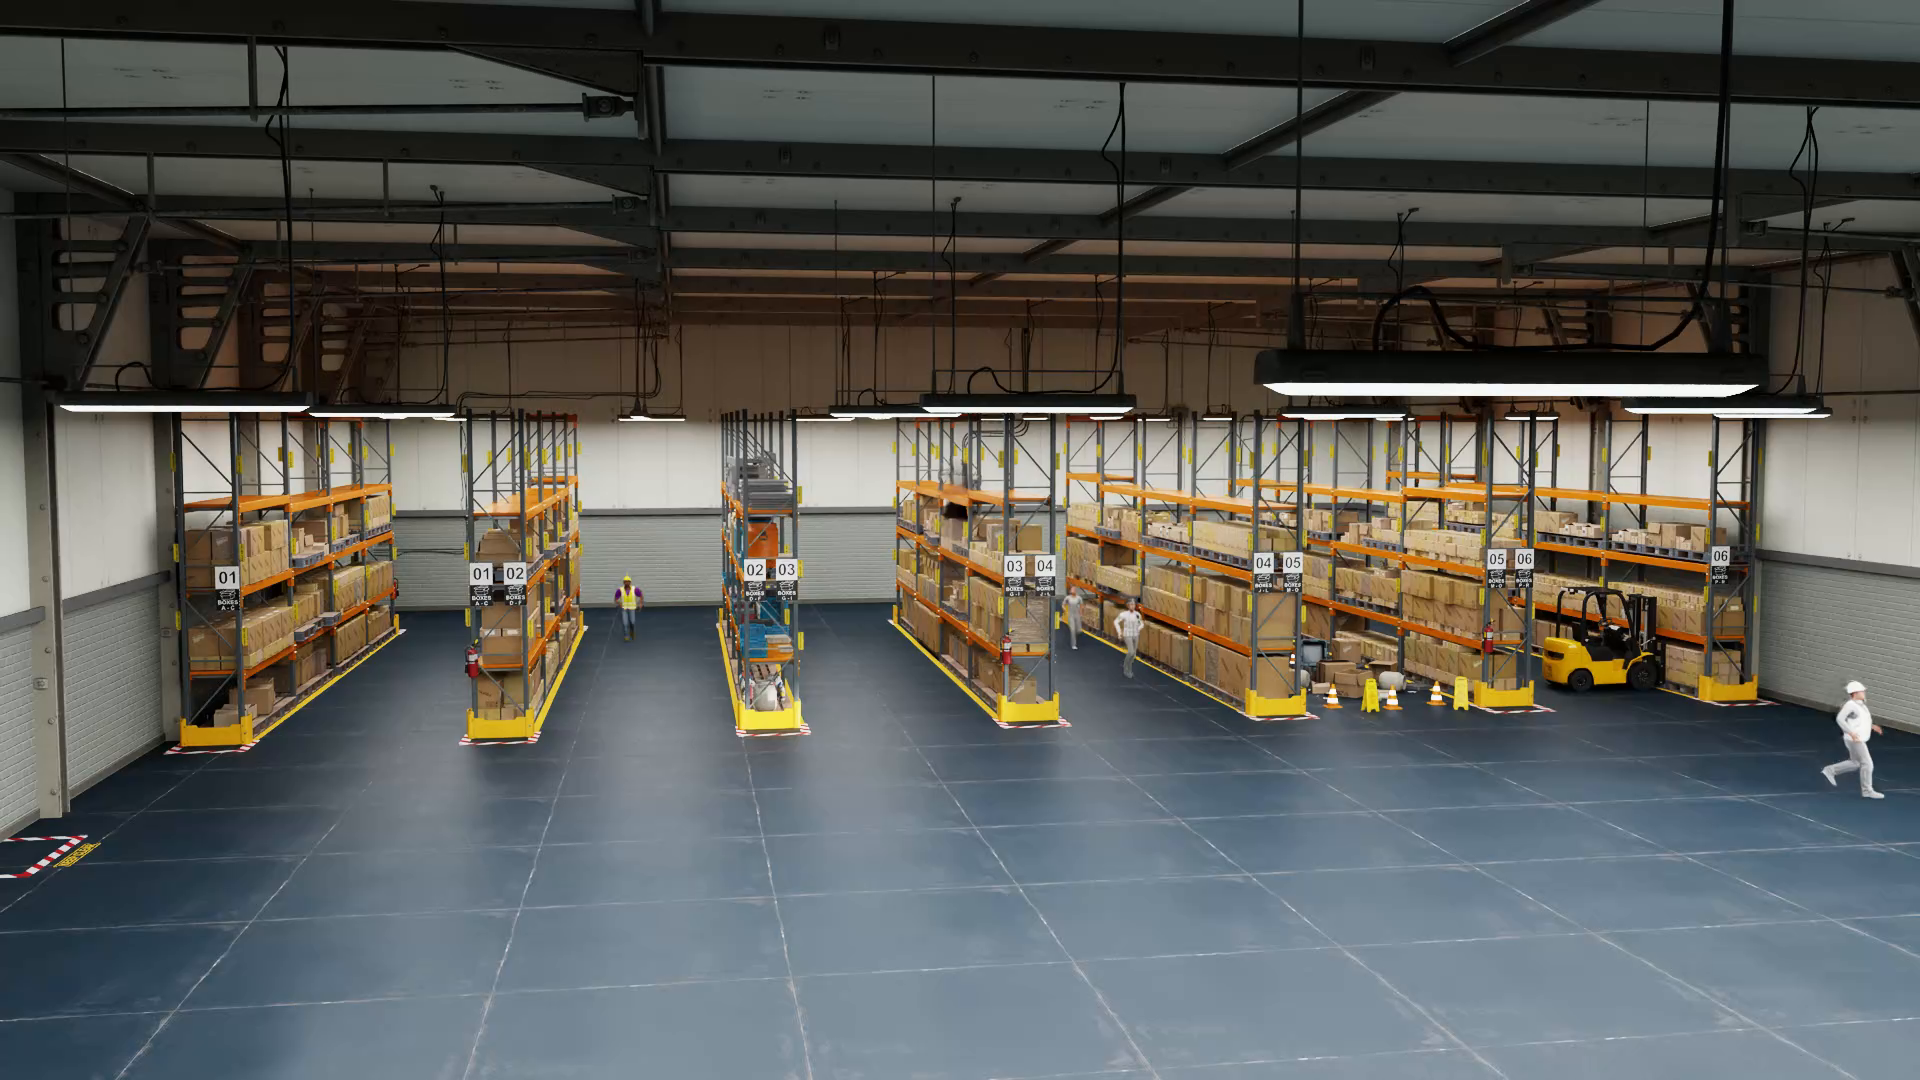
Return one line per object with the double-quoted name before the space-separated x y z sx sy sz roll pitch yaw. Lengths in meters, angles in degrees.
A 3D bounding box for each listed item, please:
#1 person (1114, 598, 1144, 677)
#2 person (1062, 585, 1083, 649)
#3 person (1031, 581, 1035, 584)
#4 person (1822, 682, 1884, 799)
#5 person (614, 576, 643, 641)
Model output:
"person" 3.692 2.104 35.803 0.593 1.702 0.621 -1 4 -19
"person" 2.877 1.954 42.380 0.564 1.620 0.615 -1 4 -9
"person" 1.828 1.621 48.129 0.605 1.467 0.874 1 4 20
"person" 13.749 3.051 25.573 0.908 1.750 0.684 4 5 42
"person" -8.681 1.814 43.561 0.746 1.724 0.593 -1 4 -12
